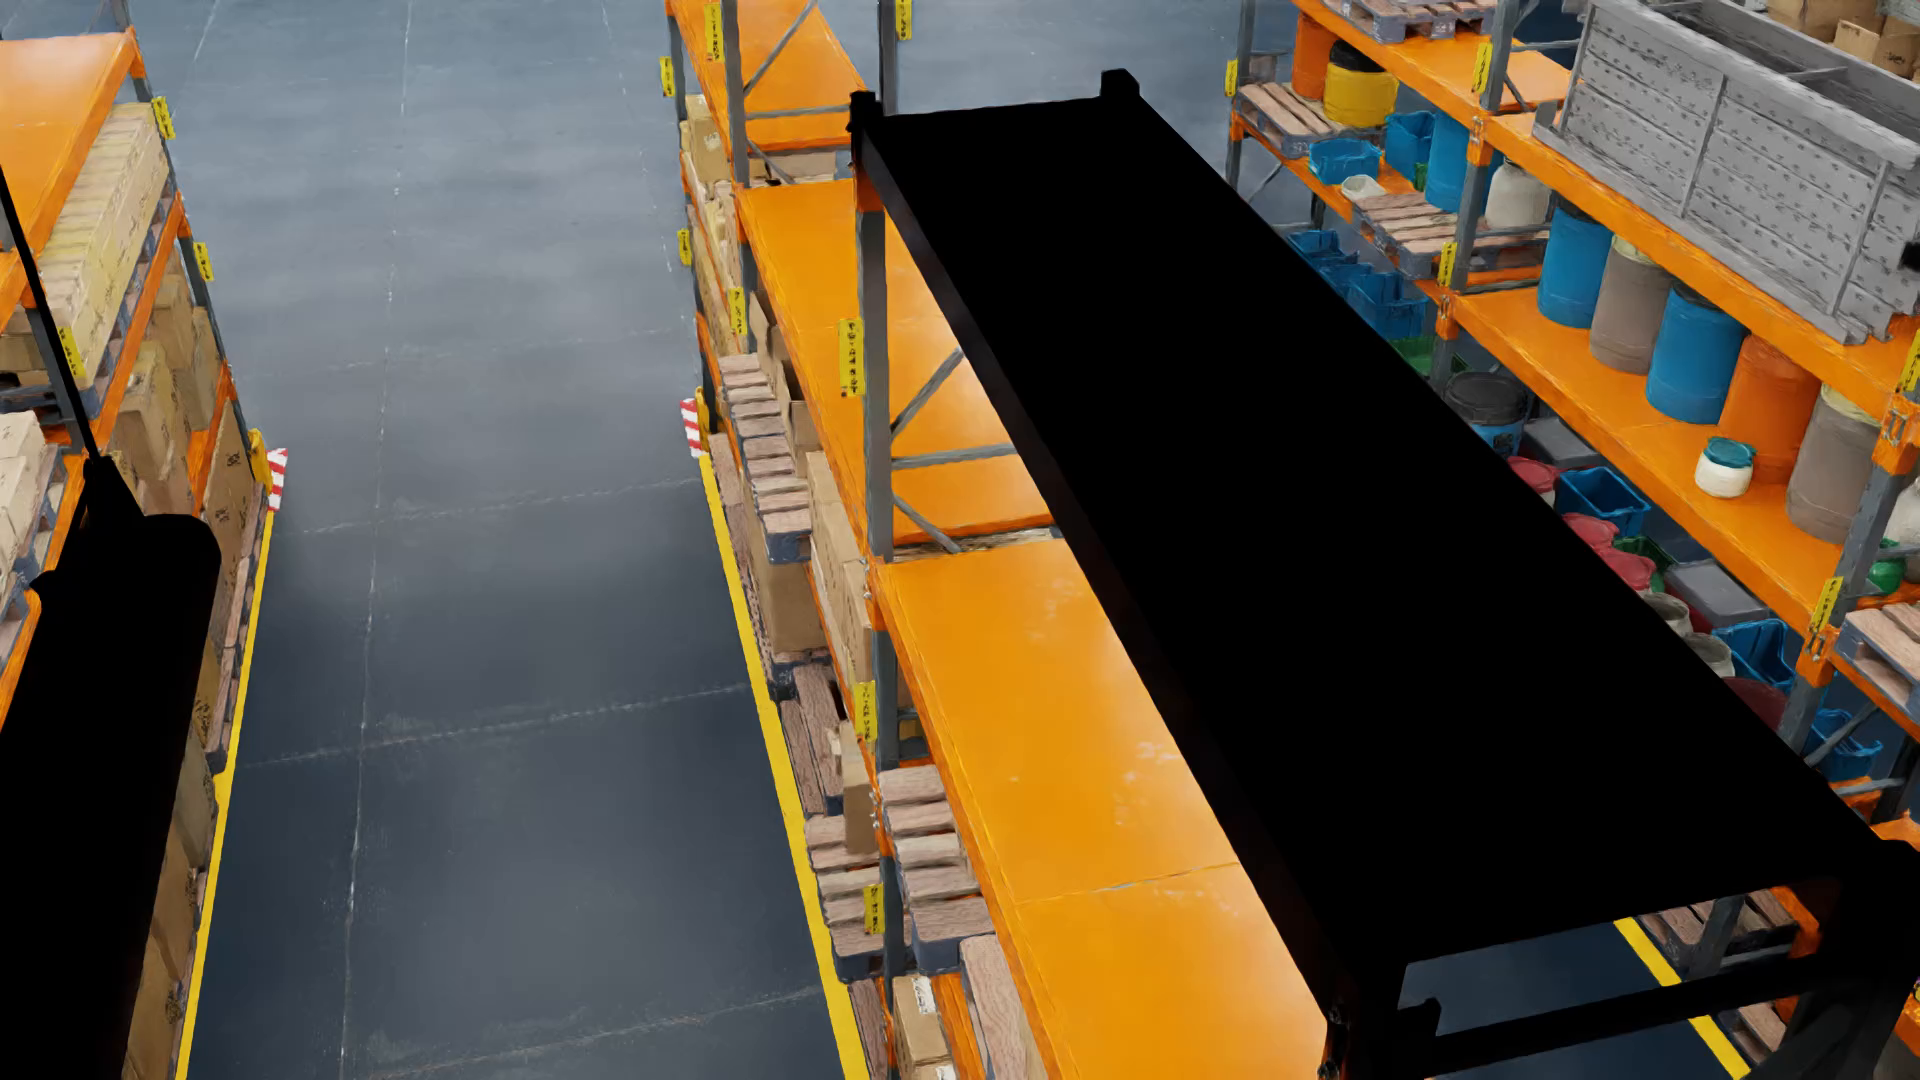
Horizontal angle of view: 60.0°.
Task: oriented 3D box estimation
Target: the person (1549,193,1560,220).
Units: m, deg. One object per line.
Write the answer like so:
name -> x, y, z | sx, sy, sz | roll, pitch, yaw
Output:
person -> 6.467, -3.443, 17.521 | 0.383, 1.771, 0.728 | -5, 35, -7
